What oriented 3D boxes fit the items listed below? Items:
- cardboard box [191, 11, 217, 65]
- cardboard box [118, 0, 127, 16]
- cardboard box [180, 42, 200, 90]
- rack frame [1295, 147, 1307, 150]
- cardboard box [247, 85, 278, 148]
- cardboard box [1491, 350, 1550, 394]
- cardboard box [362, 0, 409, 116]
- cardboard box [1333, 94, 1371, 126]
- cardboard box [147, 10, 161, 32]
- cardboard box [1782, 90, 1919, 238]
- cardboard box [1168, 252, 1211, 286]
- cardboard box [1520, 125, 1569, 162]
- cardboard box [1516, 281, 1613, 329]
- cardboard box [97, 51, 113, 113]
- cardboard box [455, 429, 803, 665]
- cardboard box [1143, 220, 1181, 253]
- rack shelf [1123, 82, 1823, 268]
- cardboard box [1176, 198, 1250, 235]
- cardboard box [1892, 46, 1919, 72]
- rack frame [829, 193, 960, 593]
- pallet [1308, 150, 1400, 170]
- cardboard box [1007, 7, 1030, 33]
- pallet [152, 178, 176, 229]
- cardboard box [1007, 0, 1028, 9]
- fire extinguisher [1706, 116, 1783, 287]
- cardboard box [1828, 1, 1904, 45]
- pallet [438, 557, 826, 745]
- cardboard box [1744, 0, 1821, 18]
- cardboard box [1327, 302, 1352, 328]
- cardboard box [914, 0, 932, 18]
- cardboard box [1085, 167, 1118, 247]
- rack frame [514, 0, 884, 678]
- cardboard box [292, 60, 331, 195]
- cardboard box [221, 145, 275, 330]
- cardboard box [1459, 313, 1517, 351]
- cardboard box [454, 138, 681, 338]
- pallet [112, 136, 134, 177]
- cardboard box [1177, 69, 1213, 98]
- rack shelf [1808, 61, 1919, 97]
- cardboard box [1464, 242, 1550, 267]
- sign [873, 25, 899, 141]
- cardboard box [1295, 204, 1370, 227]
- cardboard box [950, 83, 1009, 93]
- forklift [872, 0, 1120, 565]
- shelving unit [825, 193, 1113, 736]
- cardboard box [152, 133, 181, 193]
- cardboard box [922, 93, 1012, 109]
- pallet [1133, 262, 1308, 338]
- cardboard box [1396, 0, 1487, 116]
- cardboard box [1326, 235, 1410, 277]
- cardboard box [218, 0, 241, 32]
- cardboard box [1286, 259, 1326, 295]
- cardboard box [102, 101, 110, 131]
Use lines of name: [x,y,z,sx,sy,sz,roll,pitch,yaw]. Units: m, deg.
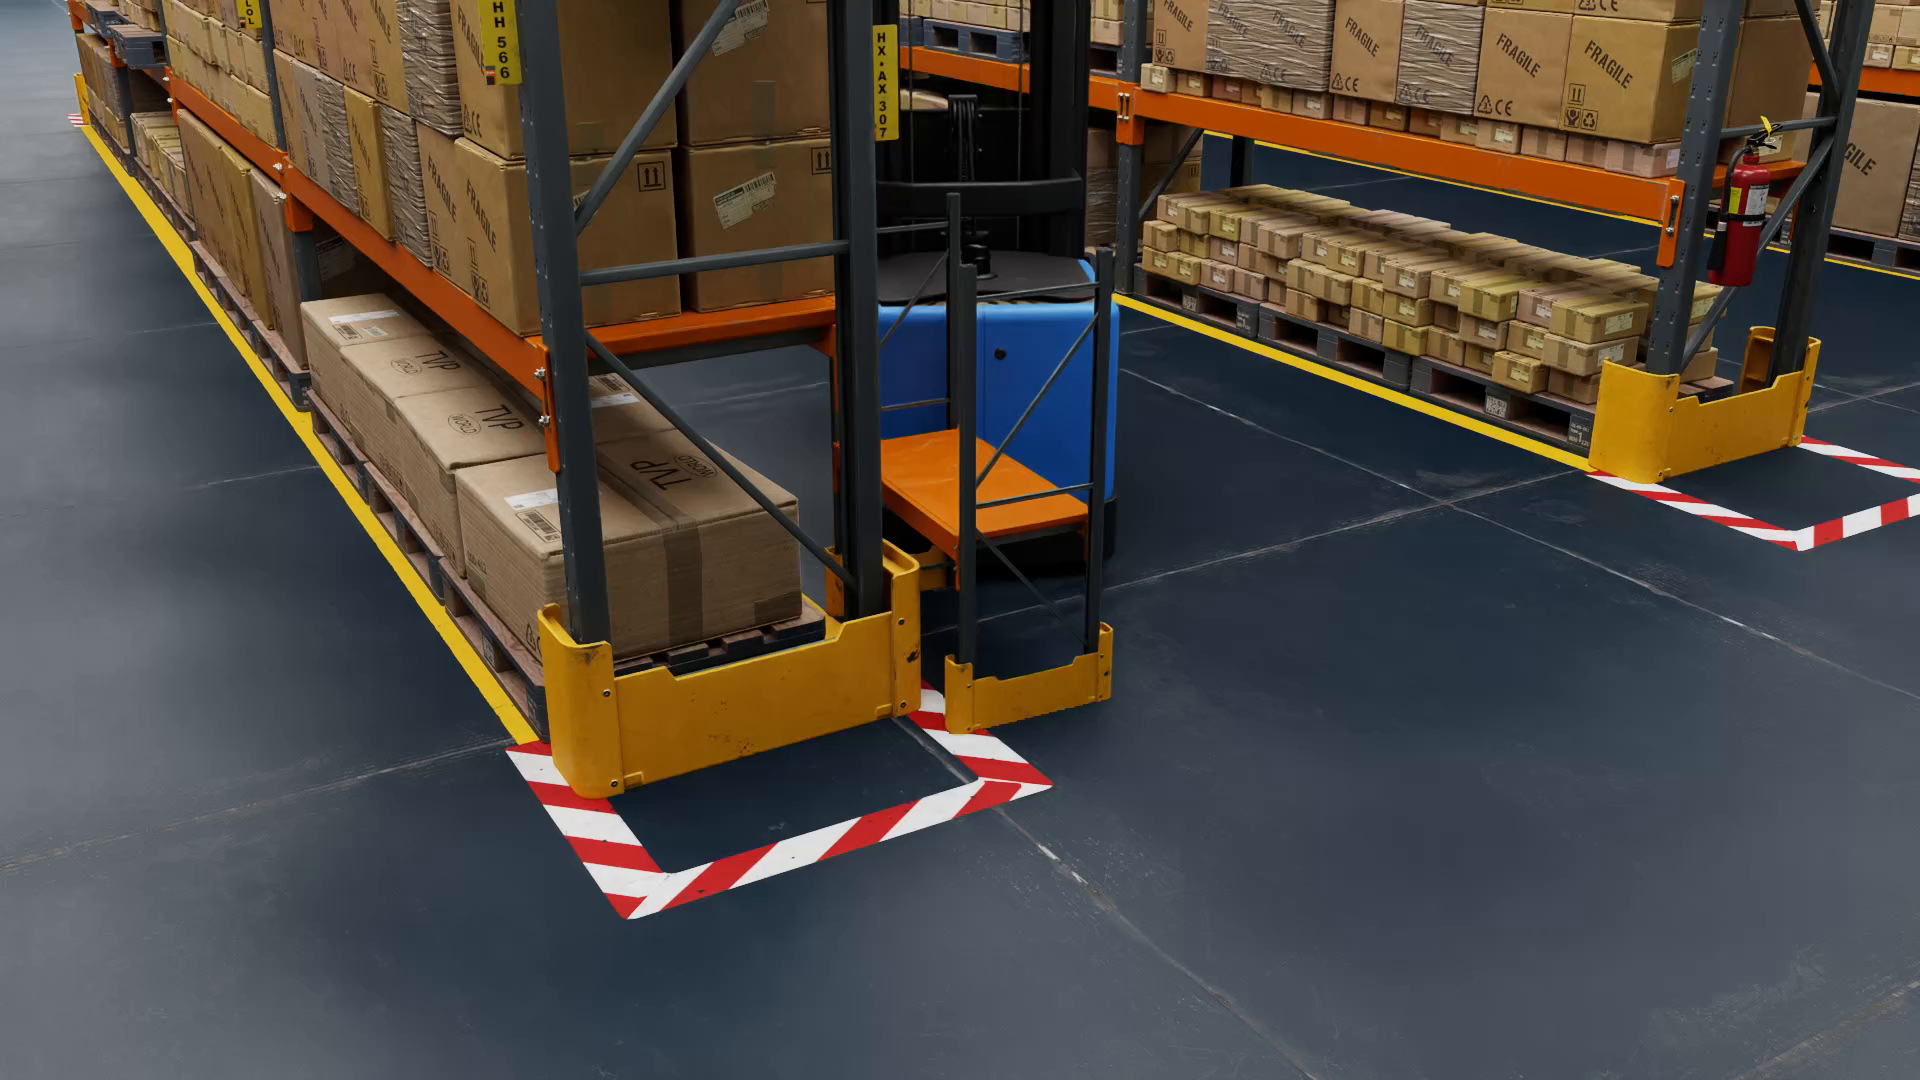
cardboard box: [-3.991,-2.830,9.326,0.500,0.250,0.500,-12,25,-27]
cardboard box: [-6.183,-4.084,12.651,0.380,0.149,0.250,-12,25,-26]
cardboard box: [-4.481,-2.938,10.256,0.500,0.250,0.500,-13,26,-30]
rack frame: [3.727,-5.284,15.827,1.000,3.000,0.127,-13,25,-28]
cardboard box: [-3.195,-2.110,8.218,0.500,0.250,0.500,-13,26,-29]
cardboard box: [2.831,-0.841,8.124,0.380,0.149,0.250,-12,25,-27]
cardboard box: [-1.699,-1.732,5.628,0.500,0.500,0.500,-13,25,-29]
cardboard box: [2.209,-2.302,8.824,0.380,0.149,0.250,-12,25,-26]
cardboard box: [-5.361,-3.589,11.435,0.380,0.149,0.250,-12,25,-27]
cardboard box: [6.498,-2.679,11.682,0.875,0.875,0.875,-13,25,-28]
cardboard box: [1.500,-1.676,10.179,0.380,0.149,0.250,-12,25,-27]
cardboard box: [2.853,-1.874,7.771,0.380,0.149,0.250,-13,25,-29]
cardboard box: [2.931,-1.137,8.064,0.380,0.149,0.250,-12,25,-27]
cardboard box: [-7.630,-4.245,15.369,0.500,0.500,0.500,-12,25,-27]
cardboard box: [-1.129,0.010,5.648,0.875,0.438,0.875,-14,26,-30]
cardboard box: [1.365,-1.900,10.336,0.380,0.149,0.250,-11,25,-26]
rack shelf: [2.476,-2.087,8.918,1.077,0.370,4.000,-13,25,-28]
cardboard box: [1.542,-1.965,10.101,0.380,0.149,0.250,-11,25,-26]
cardboard box: [6.433,-3.208,11.055,0.380,0.149,0.250,-13,26,-30]
rack frame: [-0.228,-0.474,5.986,0.500,1.500,0.032,-11,24,-25]
pallet: [4.065,-3.722,15.689,1.003,0.211,1.213,-13,25,-28]
cardboard box: [0.548,-3.571,11.390,0.380,0.149,0.250,-14,26,-30]
pallet: [-5.810,-2.733,13.256,1.003,0.211,1.213,-13,25,-28]
cardboard box: [0.547,-3.712,11.342,0.380,0.149,0.250,-14,26,-31]
fire extinguisher: [3.230,-1.394,6.855,0.296,0.674,0.183,-13,25,-28]
cardboard box: [6.304,-3.526,11.307,0.500,0.250,0.500,-12,25,-27]
pallet: [-1.182,0.260,5.891,1.003,0.211,1.213,-13,25,-28]
cardboard box: [3.497,-2.616,7.409,0.500,0.500,0.500,-13,25,-29]
cardboard box: [2.262,-1.279,9.203,0.380,0.149,0.250,-12,25,-27]
cardboard box: [-0.119,-3.996,12.434,0.380,0.149,0.250,-11,25,-26]
cardboard box: [0.860,-2.295,11.237,0.500,0.500,0.500,-13,26,-29]
rack frame: [-0.706,-0.788,4.766,1.000,3.000,0.127,-13,25,-28]
cardboard box: [-2.481,-1.763,7.033,0.500,0.500,0.500,-12,25,-28]
cardboard box: [-3.603,-1.769,9.445,0.875,0.875,0.875,-12,25,-27]
cardboard box: [2.716,-1.068,8.289,0.380,0.149,0.250,-14,26,-30]
cardboard box: [-1.180,-0.939,5.006,0.500,0.500,0.500,-12,25,-28]
pallet: [-7.209,-3.591,15.366,1.003,0.211,1.213,-13,25,-28]
cardboard box: [1.514,-2.727,9.871,0.380,0.149,0.250,-12,25,-27]
rack shelf: [6.792,-3.008,11.184,1.077,0.370,4.000,-13,25,-28]
cardboard box: [2.928,-1.485,8.921,0.380,0.149,0.250,-12,25,-26]
sign: [-0.226,-1.330,4.846,0.100,0.325,0.005,-13,25,-28]
cardboard box: [2.224,-1.899,9.937,0.380,0.149,0.250,-12,25,-27]
cardboard box: [0.253,-3.414,12.993,0.500,0.250,0.500,-12,25,-27]
forklift: [-0.025,-1.764,7.260,1.130,2.935,3.031,-2,22,-4]
shelving unit: [0.003,-0.300,5.557,0.587,1.500,1.083,-11,24,-25]
cardboard box: [-5.839,-3.023,13.199,0.950,0.372,0.625,-12,25,-26]
cardboard box: [0.056,-3.150,12.343,0.500,0.250,0.500,-12,25,-28]
pallet: [1.828,-1.565,10.382,1.003,0.211,1.213,-13,25,-28]
cardboard box: [2.521,-2.383,8.162,0.500,0.500,0.500,-13,25,-28]
cardboard box: [2.229,-1.555,9.091,0.380,0.149,0.250,-12,25,-28]
cardboard box: [-3.464,-2.855,8.390,0.500,0.500,0.500,-12,25,-27]
cardboard box: [2.057,-1.488,9.323,0.380,0.149,0.250,-13,25,-29]
cardboard box: [-7.905,-4.069,15.932,0.500,0.250,0.500,-12,25,-27]
